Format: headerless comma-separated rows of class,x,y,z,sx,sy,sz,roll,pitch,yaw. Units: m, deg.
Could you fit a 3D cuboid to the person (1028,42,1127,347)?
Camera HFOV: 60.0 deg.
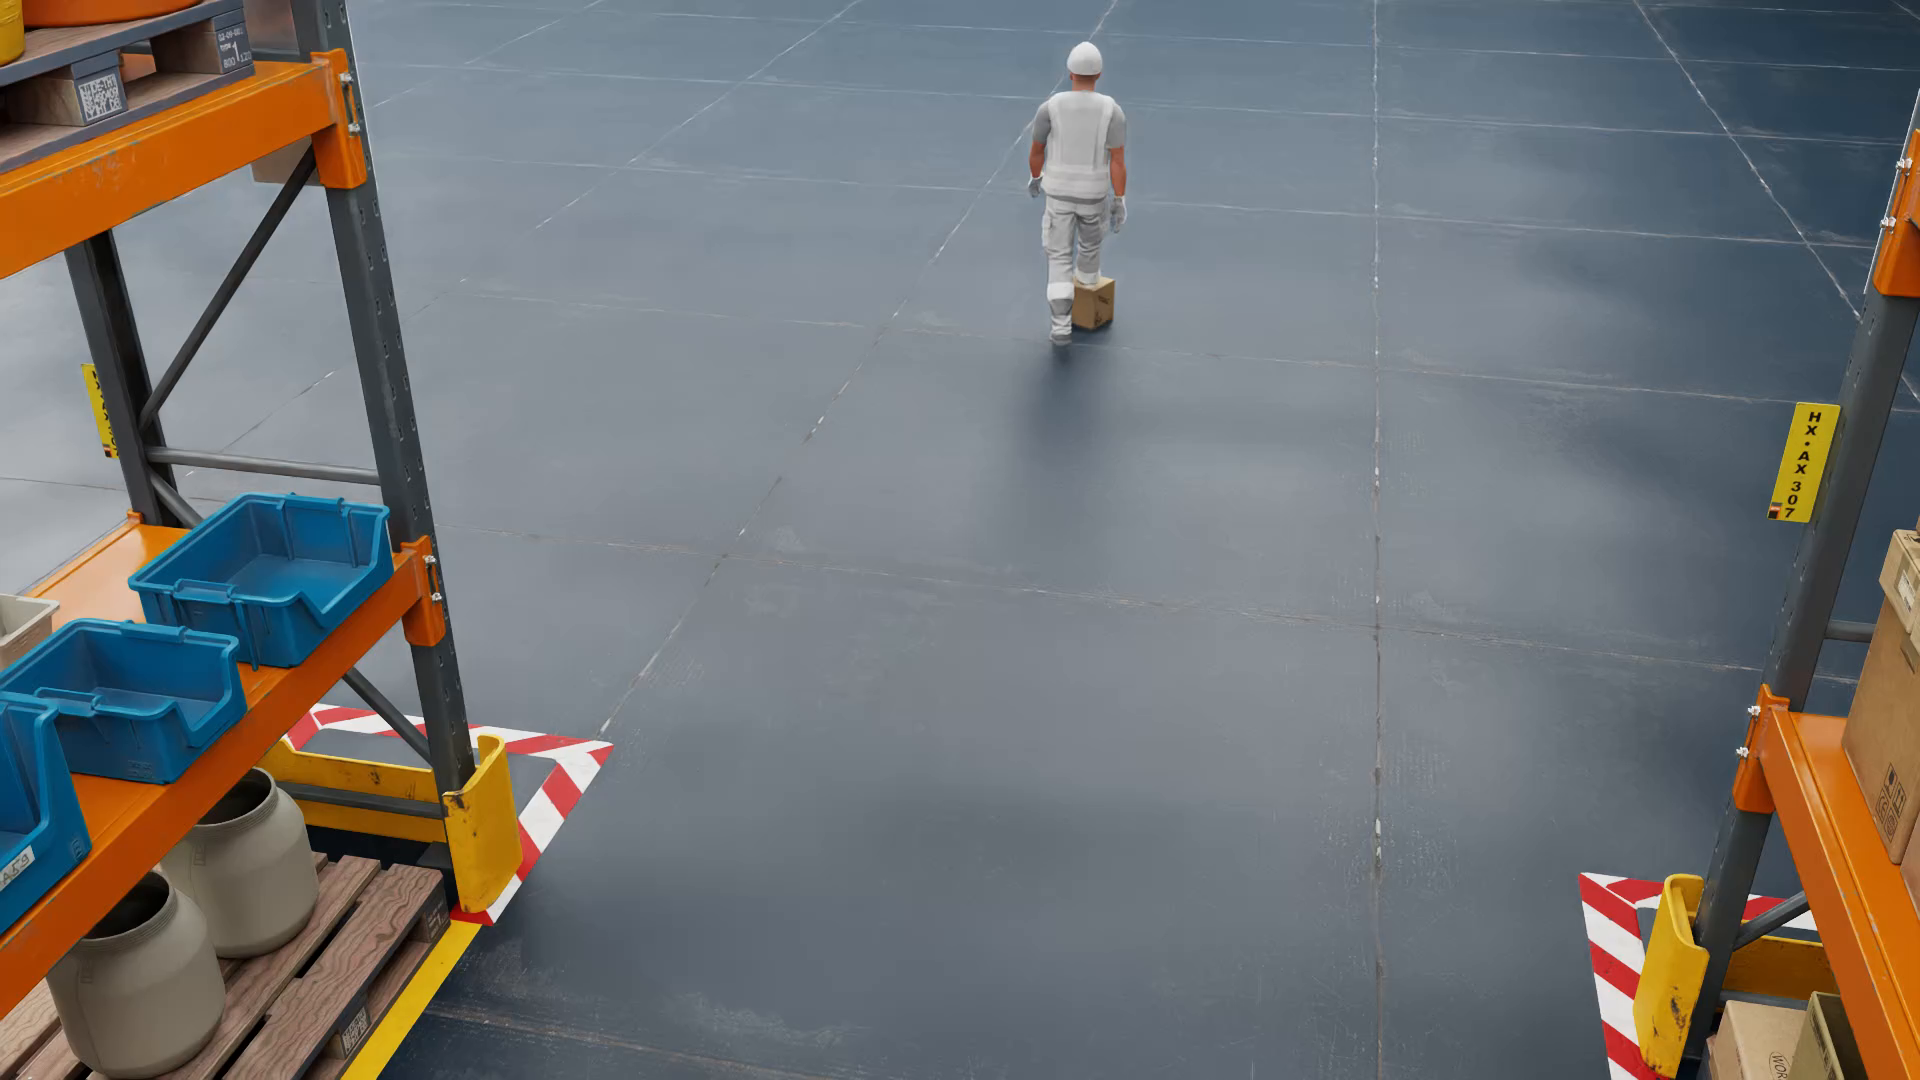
person,0.700,-2.096,9.950,0.588,1.747,1.040,1,29,2
